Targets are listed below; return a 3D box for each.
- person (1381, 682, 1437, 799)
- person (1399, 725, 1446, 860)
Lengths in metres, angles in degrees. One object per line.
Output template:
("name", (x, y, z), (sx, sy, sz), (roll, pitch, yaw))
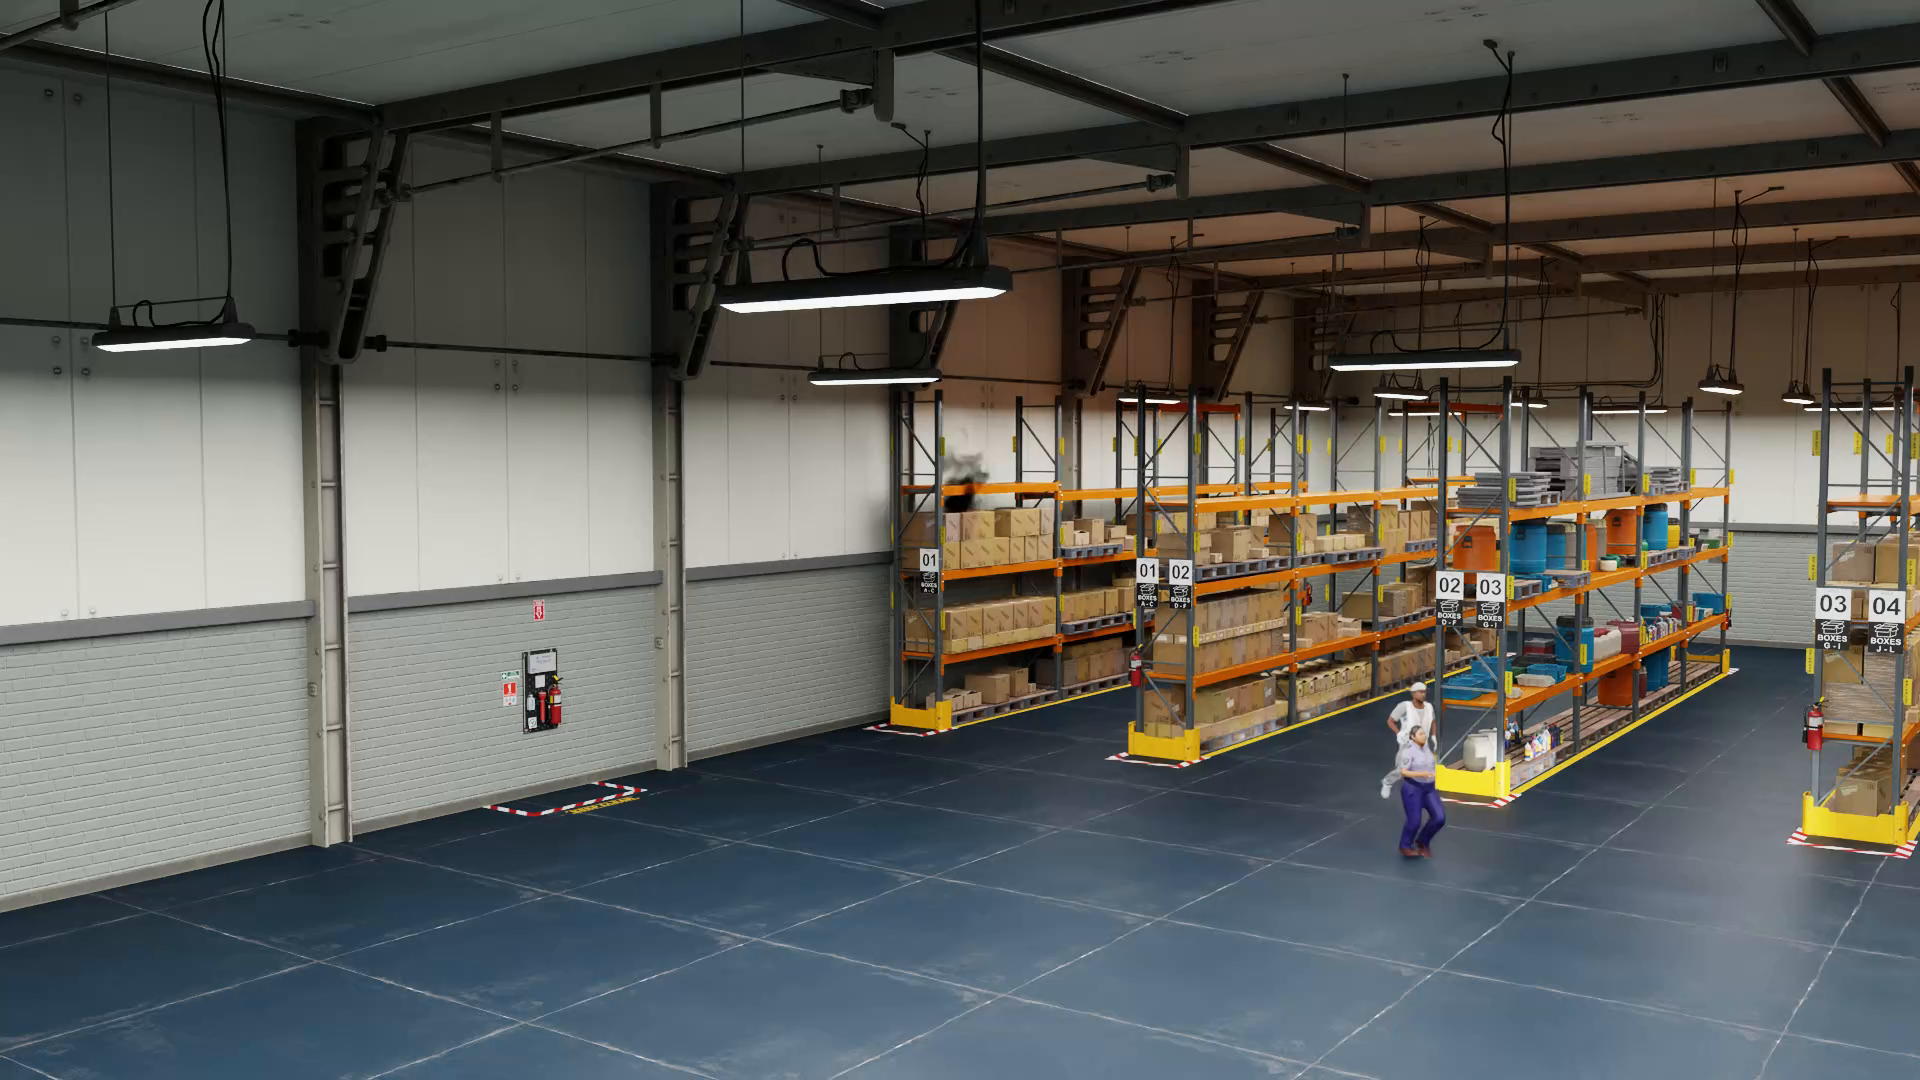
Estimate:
("person", (6.276, 2.836, 22.948), (0.744, 1.737, 0.911), (0, 3, -8))
("person", (5.583, 3.062, 20.088), (0.589, 1.649, 0.632), (-2, 4, -28))
